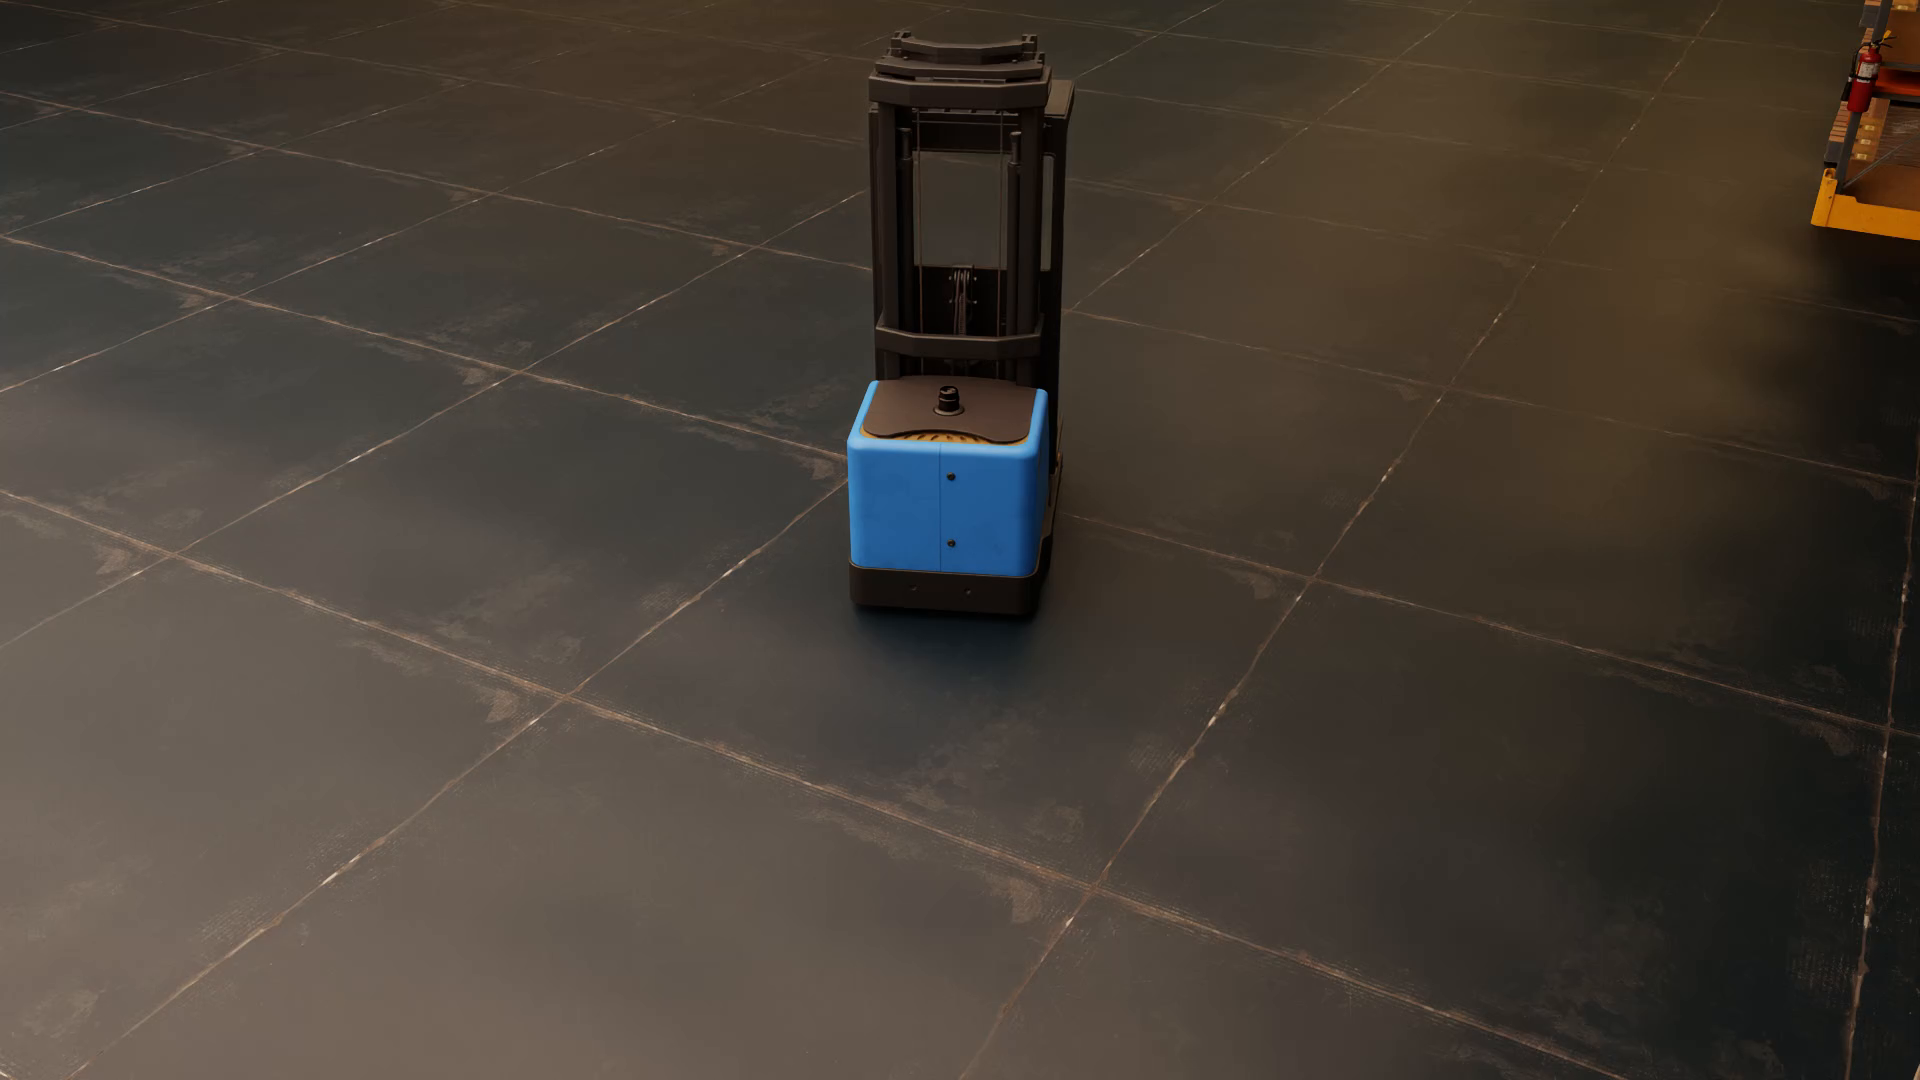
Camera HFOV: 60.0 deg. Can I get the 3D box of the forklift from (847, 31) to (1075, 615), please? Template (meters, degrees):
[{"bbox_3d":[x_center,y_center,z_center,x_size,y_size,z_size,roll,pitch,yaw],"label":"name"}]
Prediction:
[{"bbox_3d":[0.072,-1.572,9.794,1.130,2.935,3.031,3,30,6],"label":"forklift"}]
